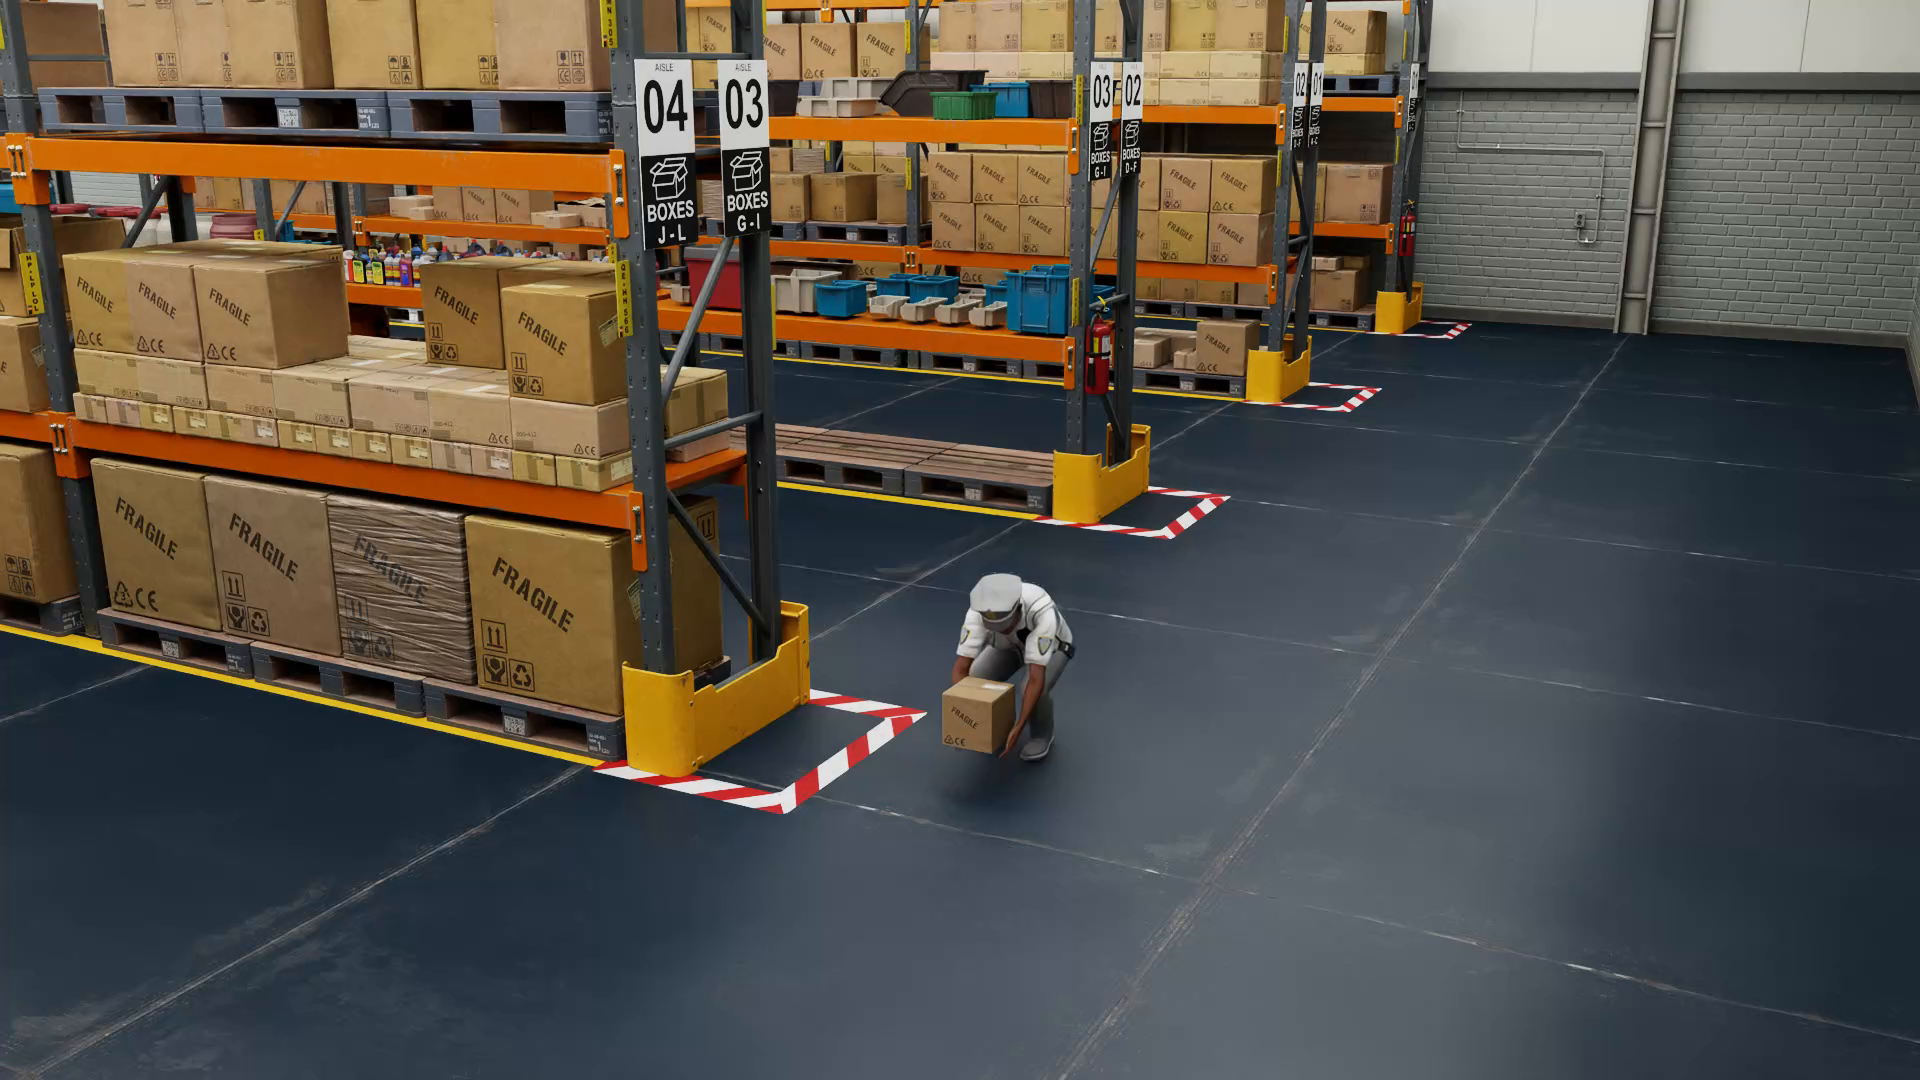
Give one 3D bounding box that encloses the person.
[{"bbox_3d":[0.257,0.562,7.842,0.484,0.968,0.835,8,18,25],"label":"person"}]
